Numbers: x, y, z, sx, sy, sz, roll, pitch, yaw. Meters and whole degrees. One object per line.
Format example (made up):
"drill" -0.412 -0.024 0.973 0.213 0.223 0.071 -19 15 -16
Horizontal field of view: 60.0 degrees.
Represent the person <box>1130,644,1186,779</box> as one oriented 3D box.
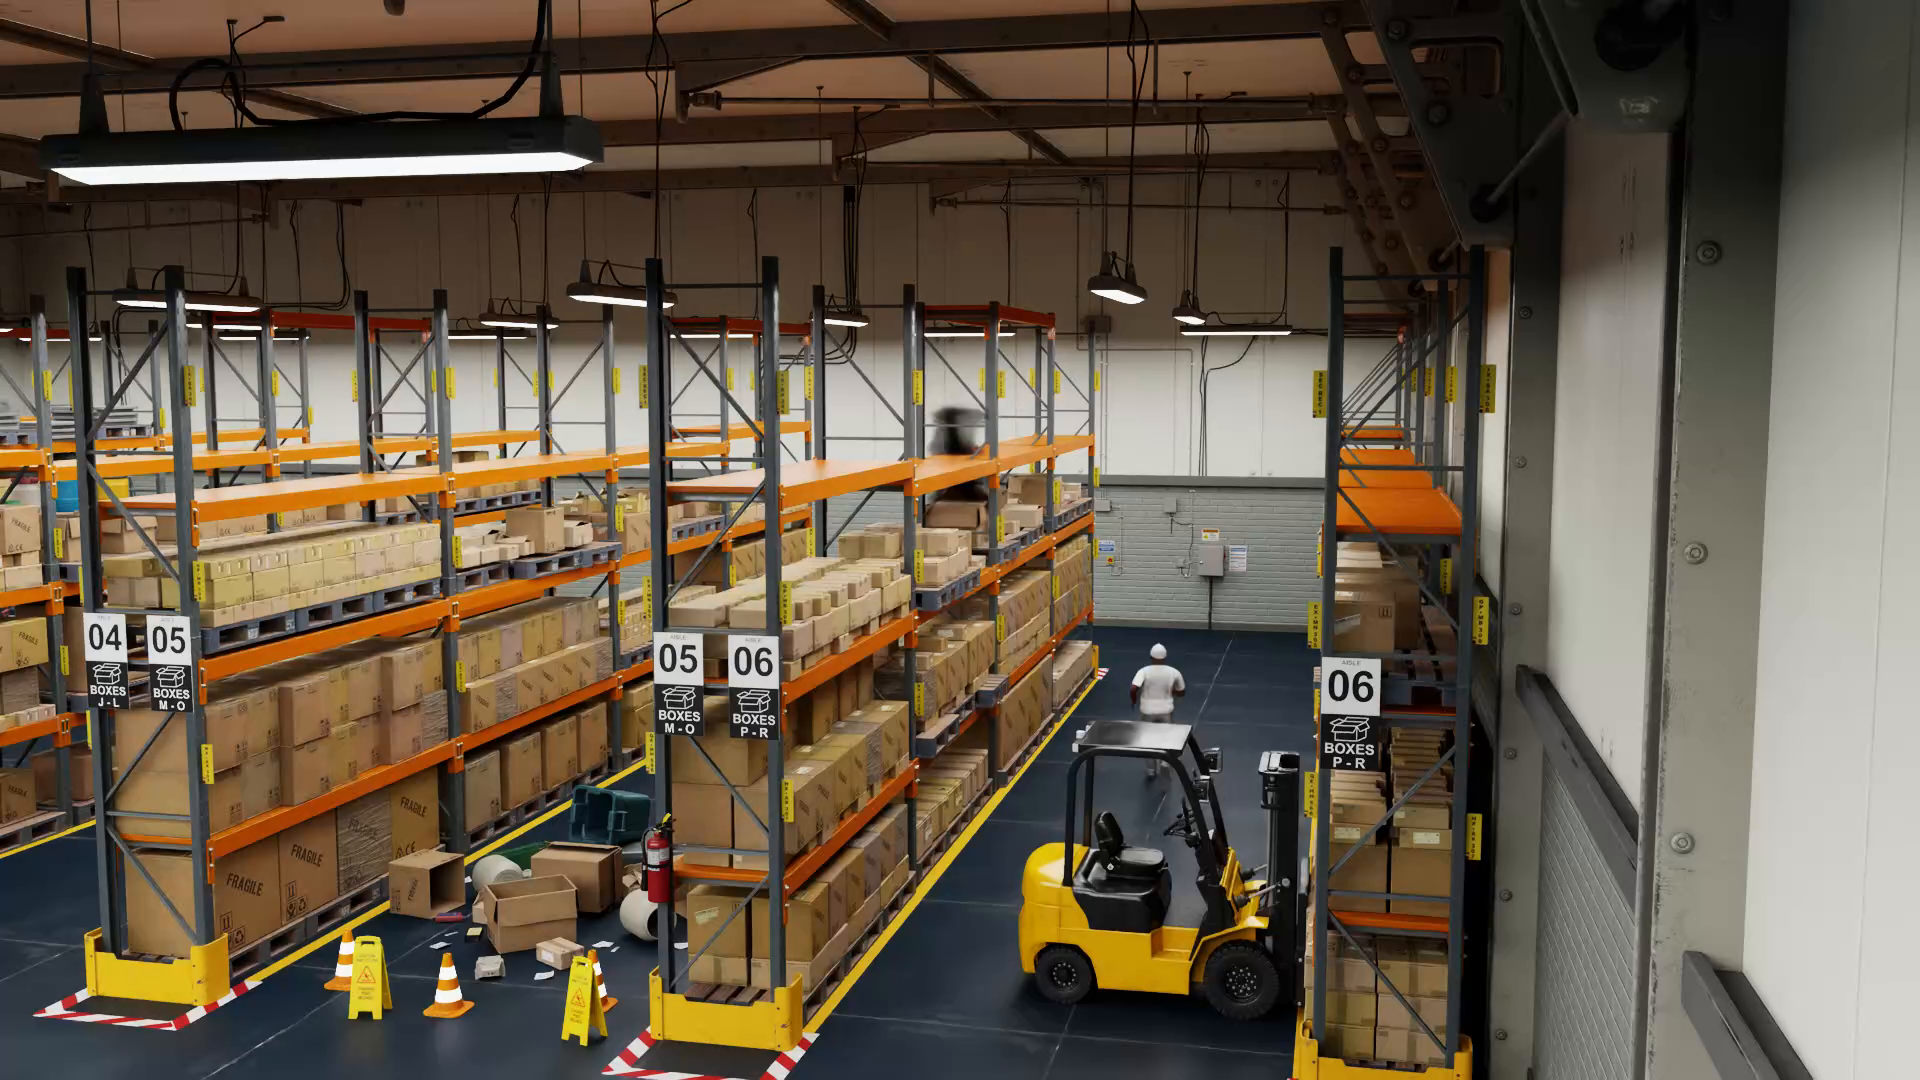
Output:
"person" 2.494 2.170 20.986 0.703 1.744 0.931 0 6 5
